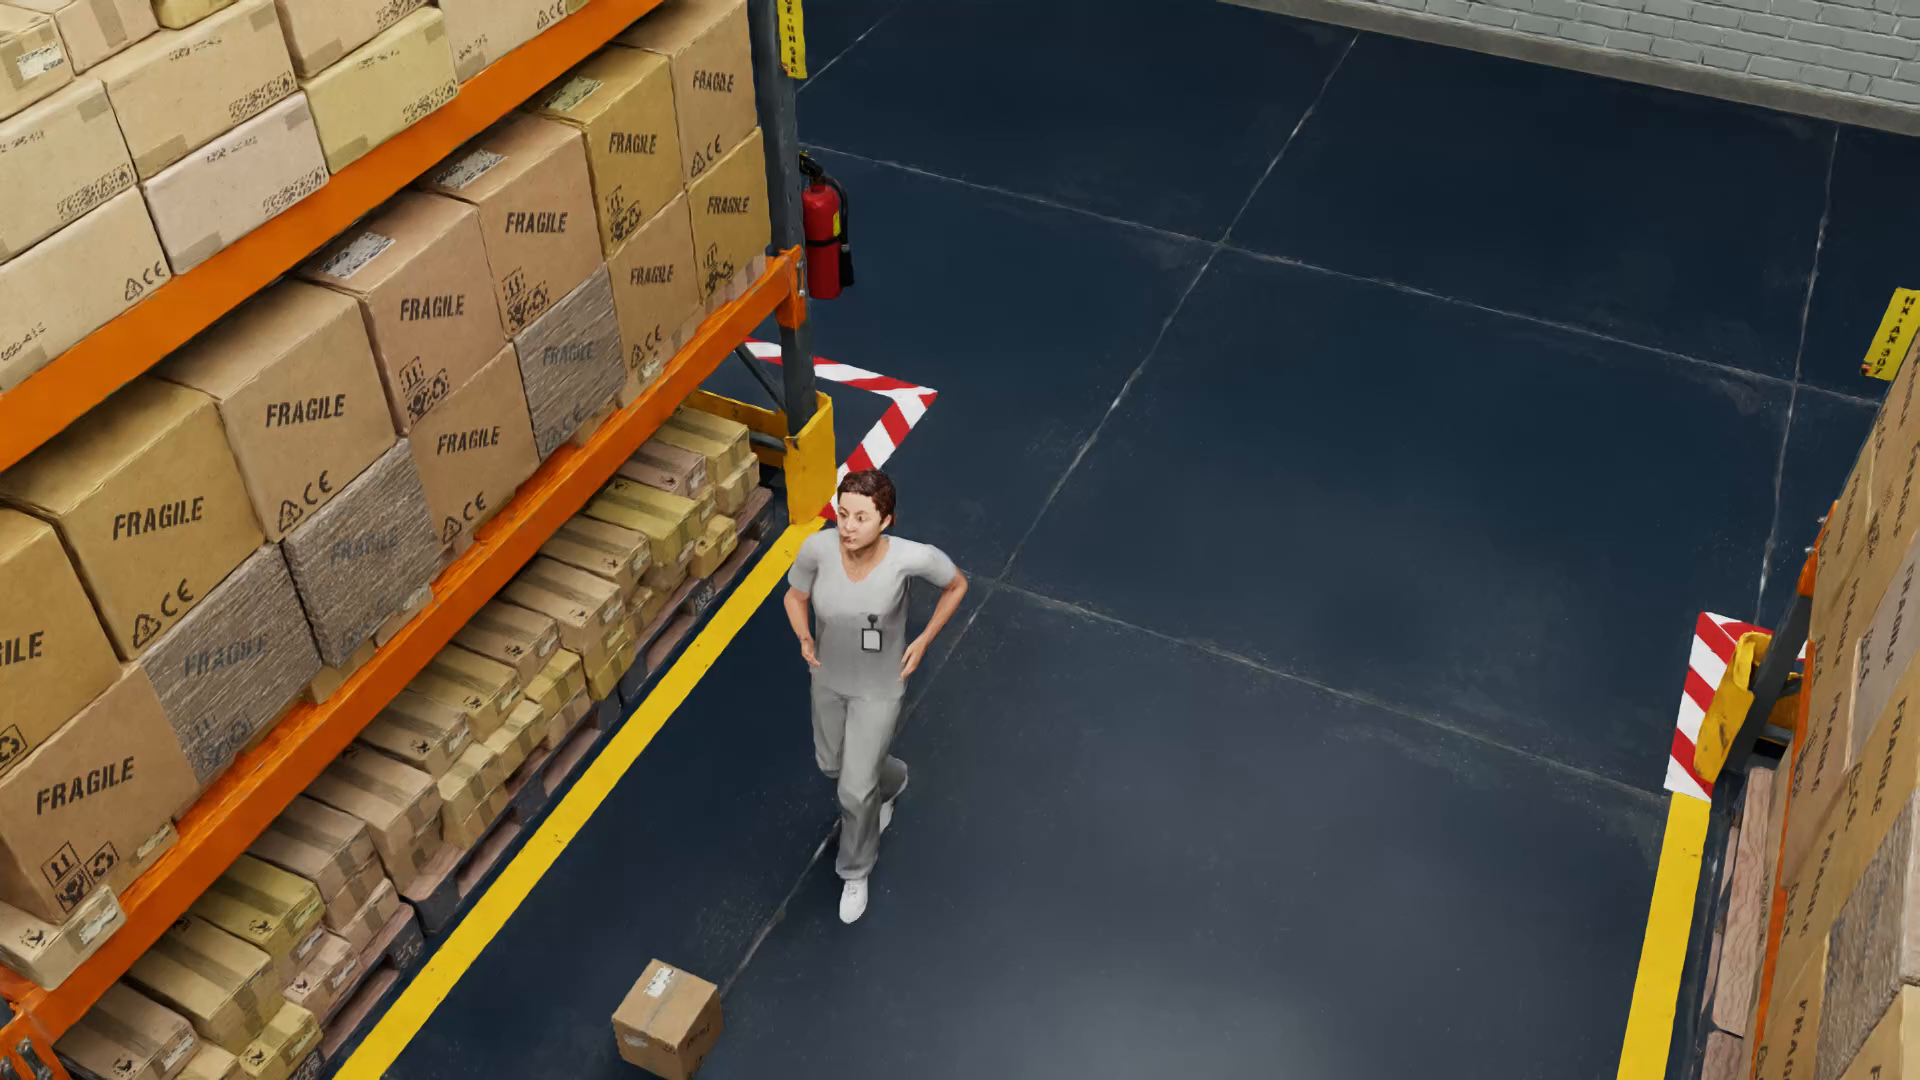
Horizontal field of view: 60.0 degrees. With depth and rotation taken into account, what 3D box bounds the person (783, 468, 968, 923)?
[{"bbox_3d":[-0.358,0.511,5.628,0.544,1.663,0.700,19,45,20],"label":"person"}]
